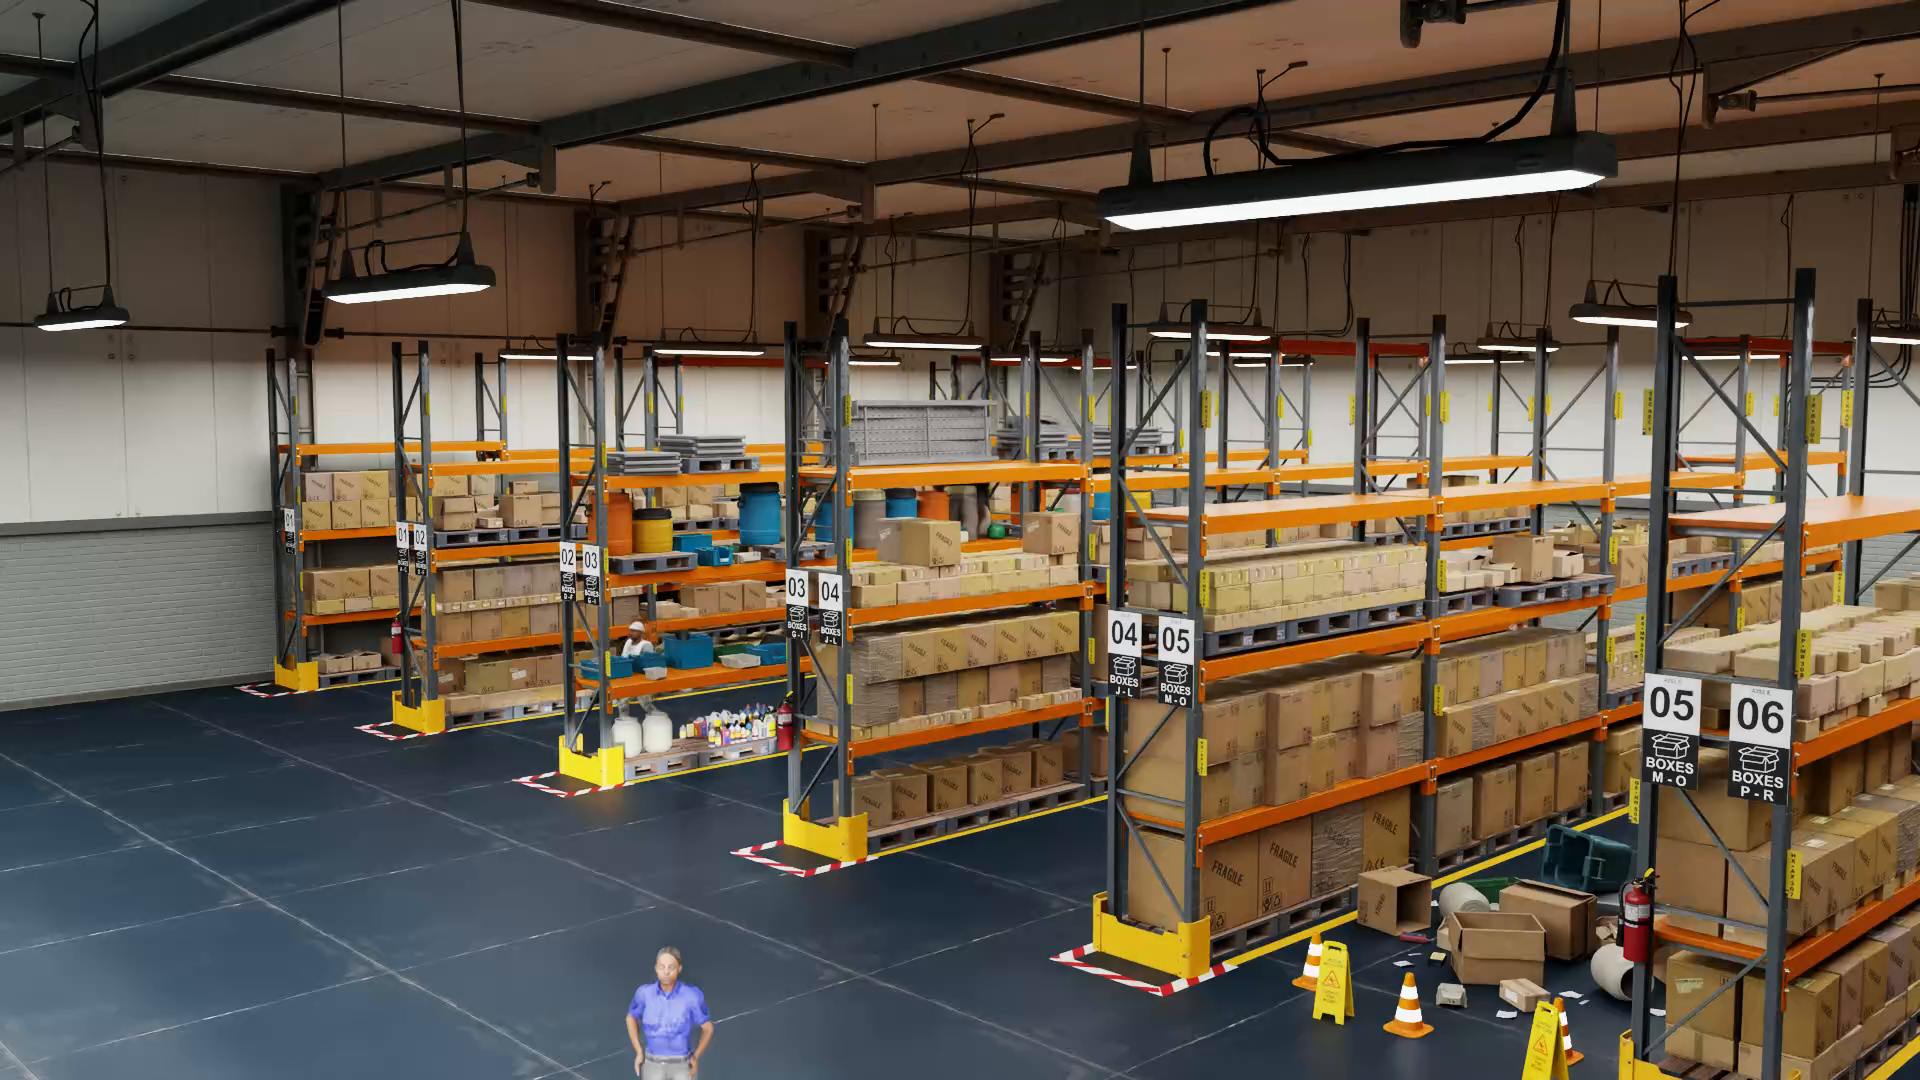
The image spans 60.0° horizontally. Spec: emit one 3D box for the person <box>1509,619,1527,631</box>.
[{"bbox_3d":[9.012,1.997,26.601,0.628,1.849,0.864,4,7,42],"label":"person"}]

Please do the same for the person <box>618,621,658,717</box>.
[{"bbox_3d":[-4.814,2.114,24.764,0.671,1.818,0.897,3,6,31],"label":"person"}]

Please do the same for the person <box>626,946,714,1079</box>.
[{"bbox_3d":[-1.887,3.442,10.798,0.577,1.630,0.760,0,5,-3],"label":"person"}]
